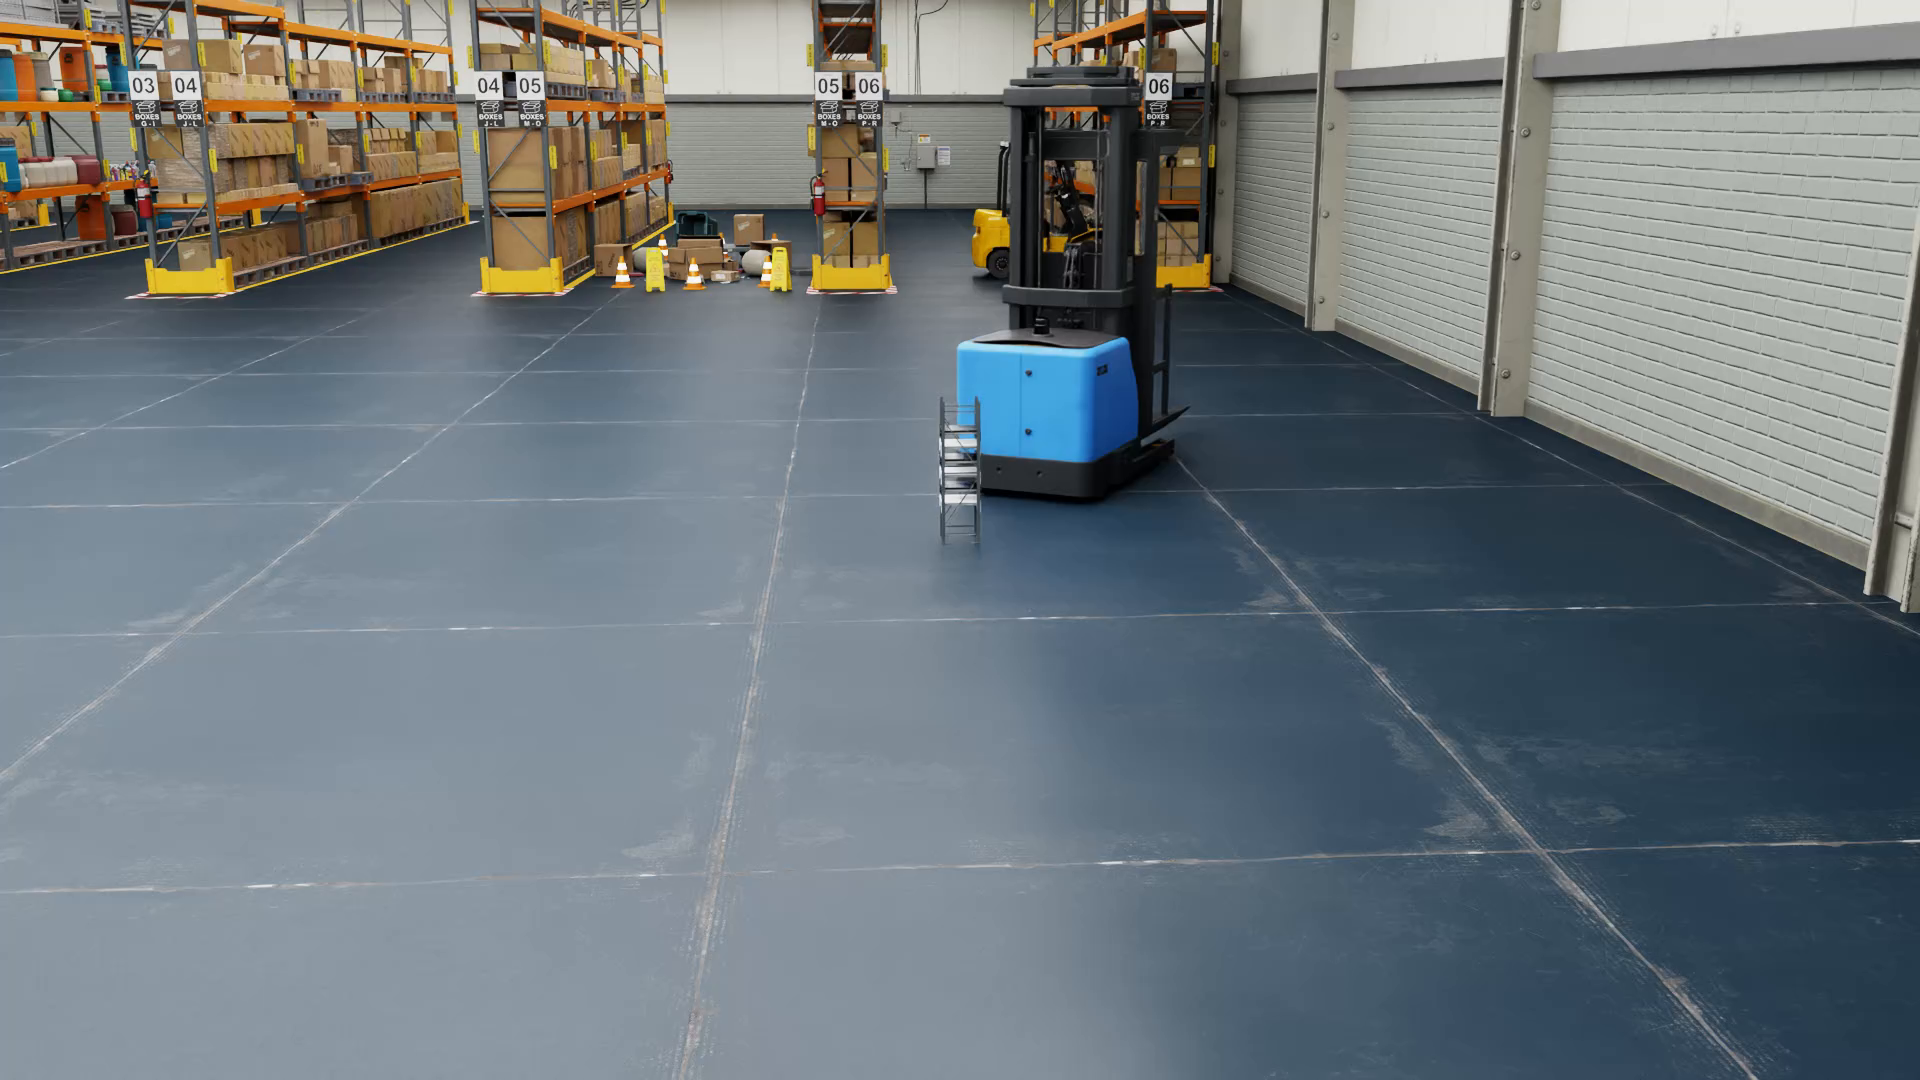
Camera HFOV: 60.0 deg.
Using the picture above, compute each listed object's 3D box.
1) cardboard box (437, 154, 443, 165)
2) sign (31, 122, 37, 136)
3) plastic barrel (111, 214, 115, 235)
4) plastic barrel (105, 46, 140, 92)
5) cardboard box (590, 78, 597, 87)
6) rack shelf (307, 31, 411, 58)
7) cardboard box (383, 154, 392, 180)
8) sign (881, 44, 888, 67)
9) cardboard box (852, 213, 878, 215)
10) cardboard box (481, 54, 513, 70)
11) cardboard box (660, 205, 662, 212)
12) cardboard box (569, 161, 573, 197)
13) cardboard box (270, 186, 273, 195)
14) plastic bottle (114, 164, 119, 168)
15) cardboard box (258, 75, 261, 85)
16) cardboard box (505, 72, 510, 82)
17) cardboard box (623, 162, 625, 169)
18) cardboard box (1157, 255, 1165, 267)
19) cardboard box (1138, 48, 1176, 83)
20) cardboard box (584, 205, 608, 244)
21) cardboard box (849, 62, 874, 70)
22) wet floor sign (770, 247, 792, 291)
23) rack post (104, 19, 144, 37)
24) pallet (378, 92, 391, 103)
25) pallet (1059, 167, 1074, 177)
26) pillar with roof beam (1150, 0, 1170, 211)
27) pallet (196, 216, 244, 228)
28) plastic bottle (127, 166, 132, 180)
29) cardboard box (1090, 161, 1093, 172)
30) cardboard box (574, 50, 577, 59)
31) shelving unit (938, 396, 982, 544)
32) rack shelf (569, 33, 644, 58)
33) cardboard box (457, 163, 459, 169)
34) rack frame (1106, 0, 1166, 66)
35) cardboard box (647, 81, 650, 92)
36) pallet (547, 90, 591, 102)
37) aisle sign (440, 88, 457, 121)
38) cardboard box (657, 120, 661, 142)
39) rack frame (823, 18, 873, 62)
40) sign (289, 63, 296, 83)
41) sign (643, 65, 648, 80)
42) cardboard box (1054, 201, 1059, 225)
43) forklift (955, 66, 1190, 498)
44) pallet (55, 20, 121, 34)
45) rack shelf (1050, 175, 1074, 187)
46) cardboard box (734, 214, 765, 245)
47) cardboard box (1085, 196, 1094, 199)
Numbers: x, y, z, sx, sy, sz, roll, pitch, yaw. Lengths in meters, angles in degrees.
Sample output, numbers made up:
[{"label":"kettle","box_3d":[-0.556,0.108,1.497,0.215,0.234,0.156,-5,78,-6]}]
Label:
[{"label":"cardboard box","box_3d":[-12.157,-8.721,38.106,0.500,0.250,0.500,-1,14,-3]},{"label":"sign","box_3d":[-21.884,-9.714,39.302,0.100,0.325,0.005,-1,14,-3]},{"label":"plastic barrel","box_3d":[-17.171,-6.341,33.303,0.421,0.512,0.421,0,14,0]},{"label":"plastic barrel","box_3d":[-16.988,-9.554,33.770,0.600,0.901,0.708,-1,14,-3]},{"label":"cardboard box","box_3d":[-6.678,-8.151,29.626,0.380,0.149,0.250,-1,14,-3]},{"label":"rack shelf","box_3d":[-12.179,-10.019,33.655,1.077,0.370,4.000,-1,14,-3]},{"label":"cardboard box","box_3d":[-11.884,-7.588,33.797,0.500,0.500,0.500,-1,14,-4]},{"label":"sign","box_3d":[-1.127,-7.207,24.742,0.100,0.325,0.005,-1,14,-3]},{"label":"cardboard box","box_3d":[-1.579,-5.282,28.208,0.500,0.500,0.500,-1,14,-2]},{"label":"cardboard box","box_3d":[-6.912,-7.114,24.797,0.500,0.250,0.500,-1,14,-3]},{"label":"cardboard box","box_3d":[-7.198,-7.782,39.034,0.380,0.149,0.250,-1,14,-3]},{"label":"cardboard box","box_3d":[-6.711,-5.794,26.723,0.875,0.550,0.500,-1,14,-3]},{"label":"cardboard box","box_3d":[-11.529,-5.743,27.333,0.380,0.149,0.250,-1,14,-3]},{"label":"plastic bottle","box_3d":[-17.541,-7.666,34.549,0.152,0.276,0.135,-1,14,-3]},{"label":"cardboard box","box_3d":[-11.487,-7.398,26.742,0.380,0.149,0.250,0,14,-1]},{"label":"cardboard box","box_3d":[-6.977,-6.944,24.935,0.380,0.149,0.250,-1,14,-3]},{"label":"cardboard box","box_3d":[-6.959,-7.540,33.474,0.380,0.149,0.250,0,14,-1]},{"label":"cardboard box","box_3d":[2.941,-4.383,26.219,0.500,0.250,0.500,-1,14,-3]},{"label":"cardboard box","box_3d":[3.014,-7.259,25.456,0.500,0.500,0.500,0,14,-2]},{"label":"cardboard box","box_3d":[-7.035,-5.722,30.419,1.050,0.750,0.750,-1,14,-3]},{"label":"cardboard box","box_3d":[-1.487,-7.131,25.106,0.380,0.149,0.250,-1,14,-4]},{"label":"wet floor sign","box_3d":[-2.725,-4.118,25.237,0.267,0.644,0.232,4,15,16]},{"label":"rack post","box_3d":[-16.994,-10.239,33.265,0.937,0.300,0.954,1,14,3]},{"label":"pallet","box_3d":[-12.221,-8.957,33.680,1.003,0.211,1.213,0,14,-1]},{"label":"pallet","box_3d":[2.664,-7.780,35.129,1.003,0.211,1.213,-1,14,-3]},{"label":"pillar with roof beam","box_3d":[-0.527,-9.918,31.014,9.100,9.000,0.400,-1,14,-3]},{"label":"pallet","box_3d":[-17.482,-7.516,39.314,1.003,0.211,1.213,-1,14,-3]},{"label":"plastic bottle","box_3d":[-16.740,-7.392,33.494,0.097,0.271,0.097,0,14,0]},{"label":"cardboard box","box_3d":[2.687,-6.937,30.767,0.500,0.250,0.500,-1,14,-2]},{"label":"cardboard box","box_3d":[-6.465,-7.911,27.094,0.380,0.149,0.250,-1,14,-2]},{"label":"shelving unit","box_3d":[0.000,-0.438,10.422,0.258,0.900,0.210,-1,14,-3]},{"label":"rack shelf","box_3d":[-7.223,-10.071,33.855,1.077,0.370,4.000,-1,14,-3]},{"label":"cardboard box","box_3d":[-12.201,-8.943,39.770,0.380,0.149,0.250,-1,14,-2]},{"label":"rack frame","box_3d":[3.037,-9.300,28.612,1.000,3.000,0.127,-1,14,-3]},{"label":"cardboard box","box_3d":[-7.163,-10.075,36.941,0.500,0.250,0.500,-1,14,-4]},{"label":"pallet","box_3d":[-6.957,-7.803,29.197,0.805,0.209,1.217,-1,15,-6]},{"label":"aisle sign","box_3d":[-12.256,-10.430,39.826,0.394,0.787,0.004,-1,14,-3]},{"label":"cardboard box","box_3d":[-7.245,-9.511,38.669,0.500,0.500,0.500,0,14,-1]},{"label":"rack frame","box_3d":[-2.165,-10.217,32.177,1.000,3.000,0.127,-1,14,-3]},{"label":"sign","box_3d":[-11.267,-7.877,28.065,0.100,0.325,0.005,-1,14,-3]},{"label":"sign","box_3d":[-6.793,-10.108,35.946,0.100,0.325,0.005,-1,14,-3]},{"label":"cardboard box","box_3d":[2.347,-7.253,36.871,0.500,0.500,0.500,0,14,-1]},{"label":"forklift","box_3d":[1.023,-2.032,12.543,1.130,2.935,3.031,6,16,23]},{"label":"pallet","box_3d":[-17.013,-9.882,32.058,1.213,0.211,1.003,-1,14,-3]},{"label":"rack shelf","box_3d":[2.665,-7.538,35.249,1.077,0.370,4.000,-1,14,-3]},{"label":"cardboard box","box_3d":[-3.692,-5.438,29.140,0.500,0.500,0.500,-1,14,-3]},{"label":"cardboard box","box_3d":[2.903,-7.346,35.929,0.380,0.149,0.250,0,14,-2]}]
